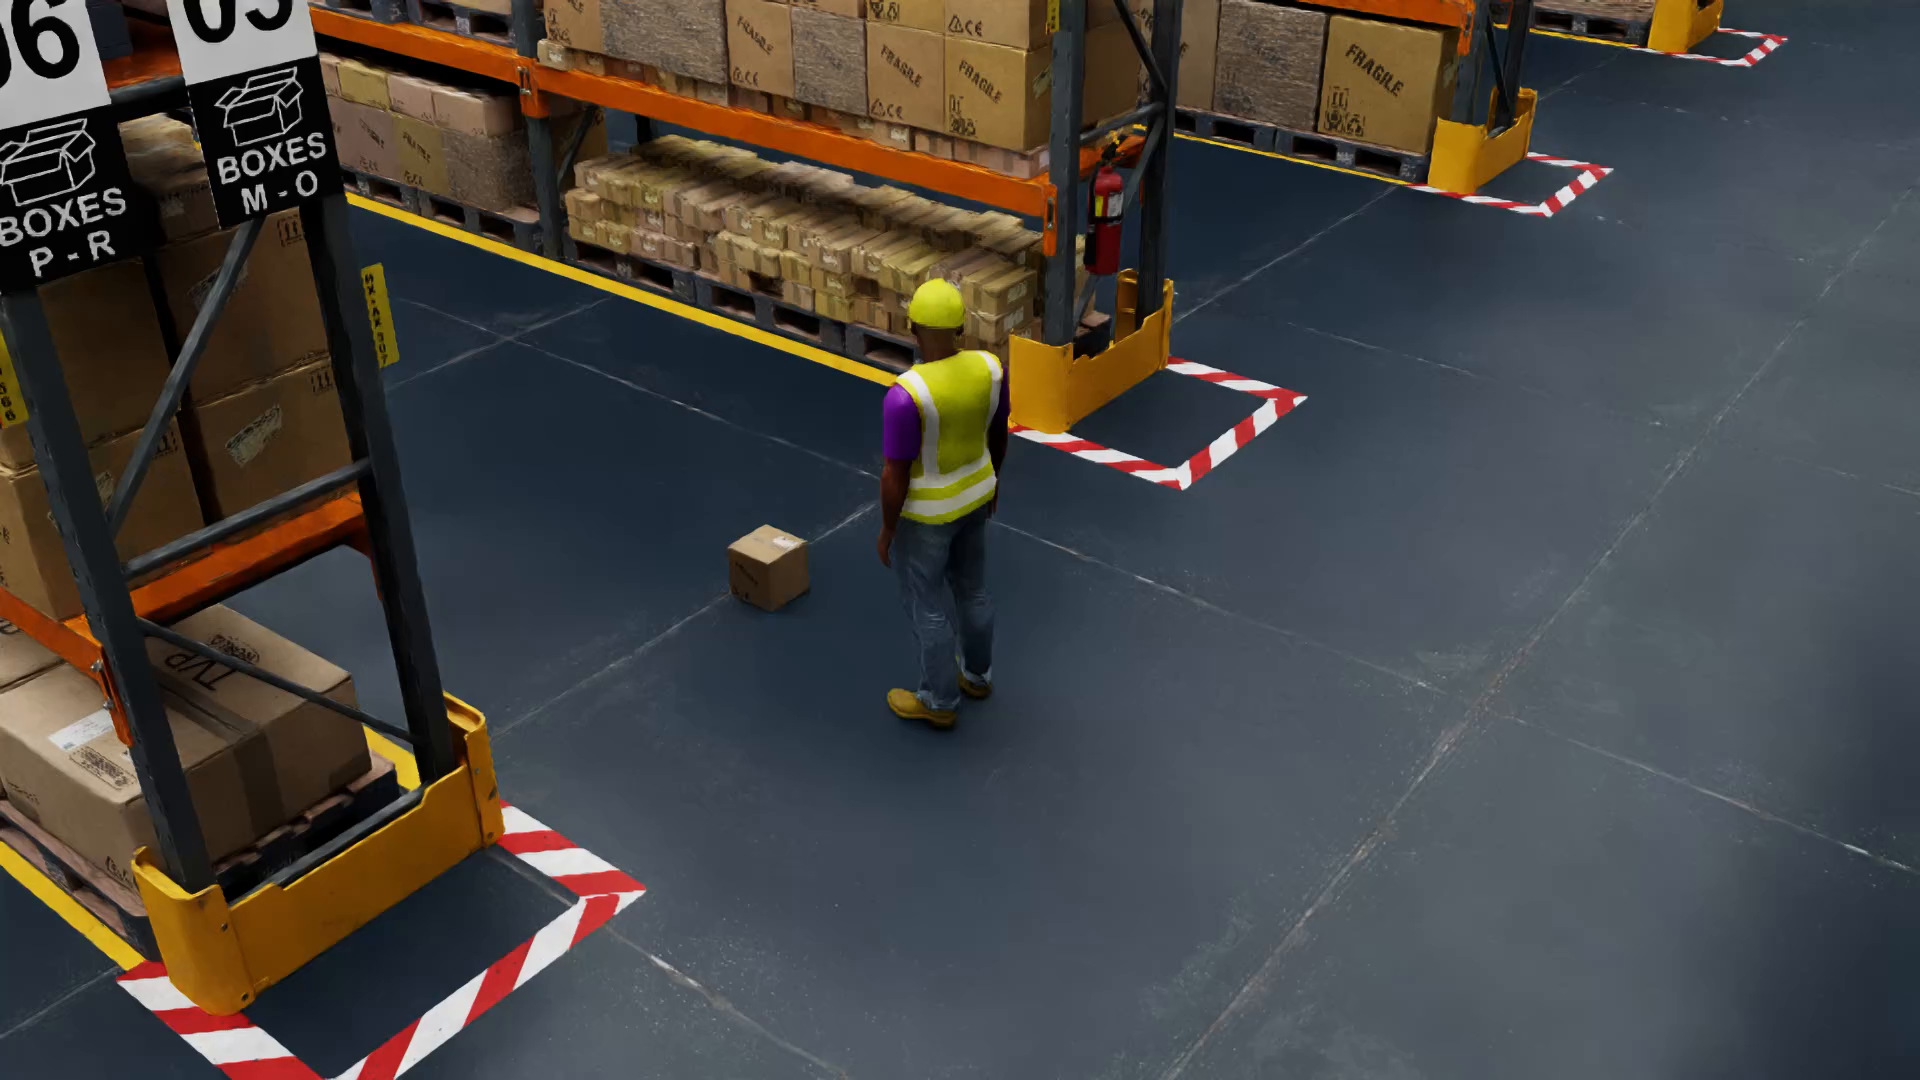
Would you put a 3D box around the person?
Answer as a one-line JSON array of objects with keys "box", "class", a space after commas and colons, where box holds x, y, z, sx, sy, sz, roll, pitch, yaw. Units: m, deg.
[{"box": [-0.059, -0.140, 6.315, 0.392, 1.762, 0.609, 27, 40, 37], "class": "person"}]
